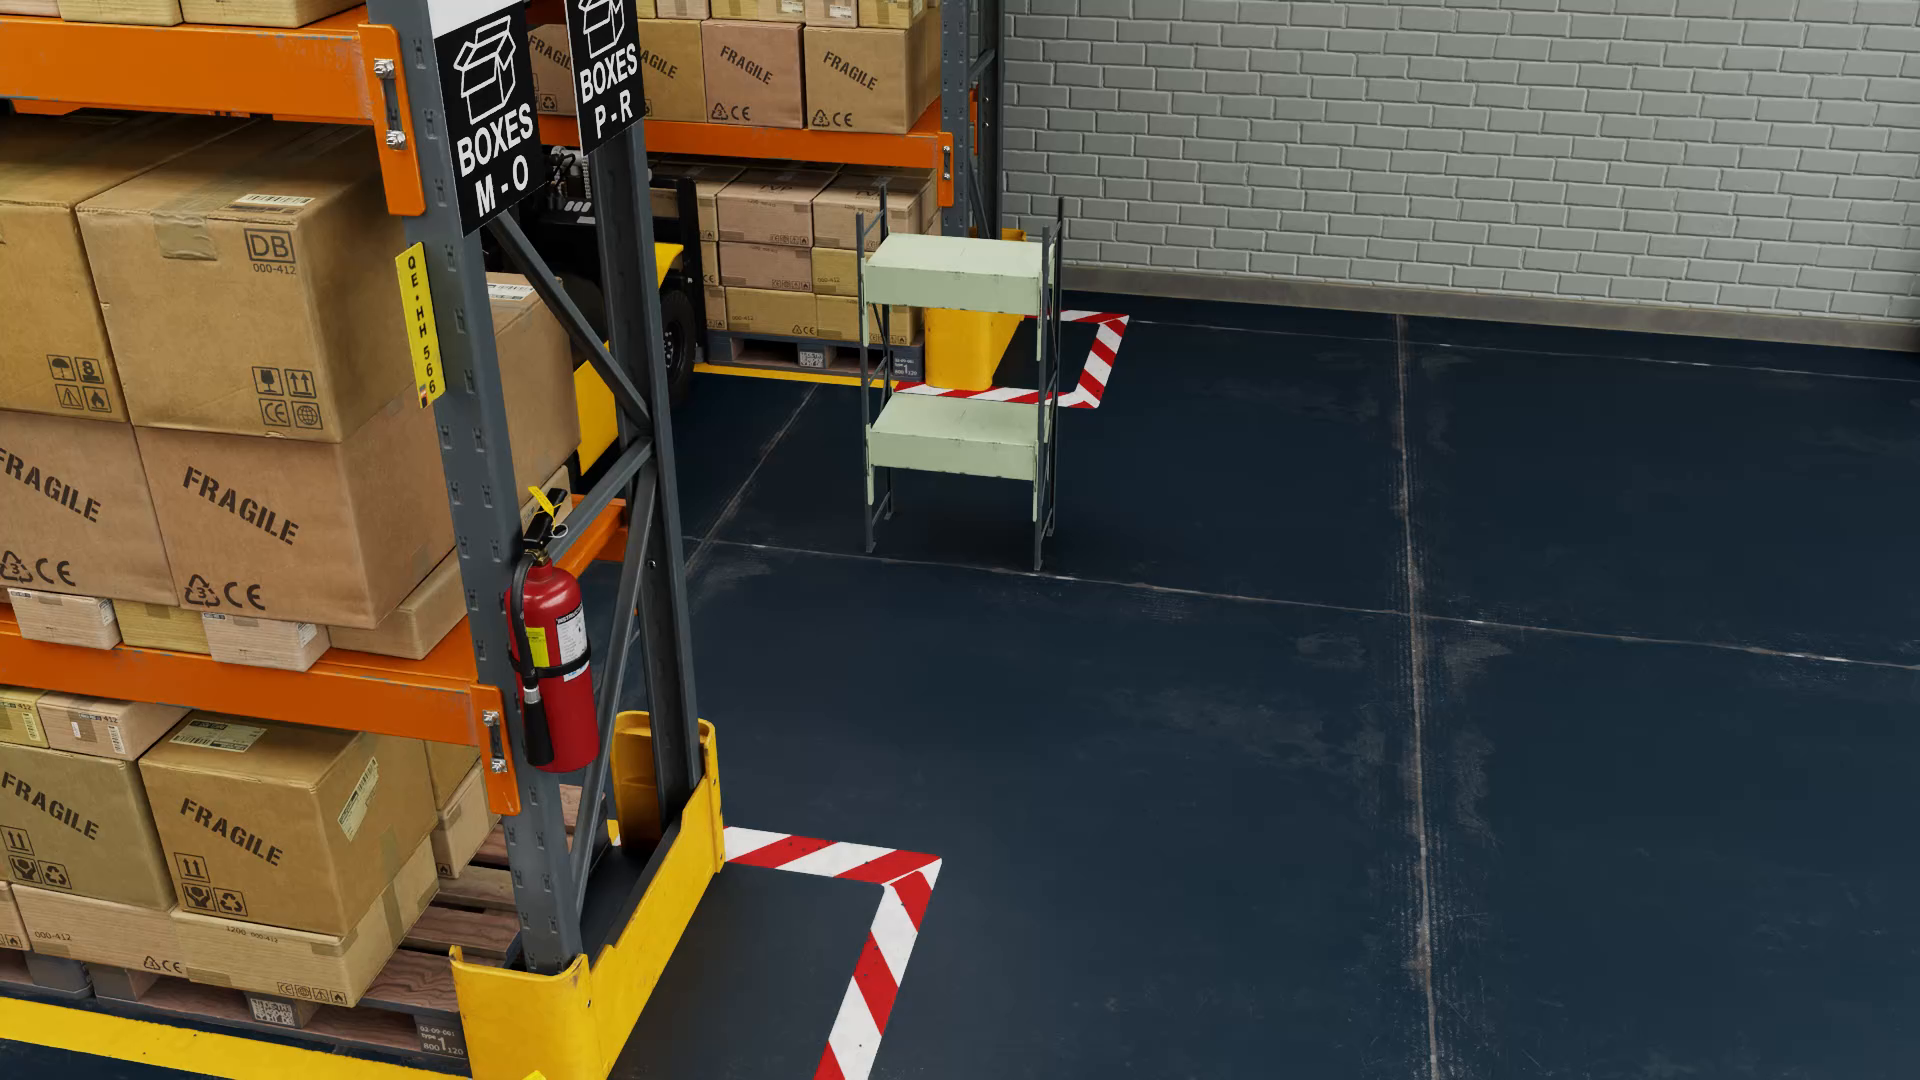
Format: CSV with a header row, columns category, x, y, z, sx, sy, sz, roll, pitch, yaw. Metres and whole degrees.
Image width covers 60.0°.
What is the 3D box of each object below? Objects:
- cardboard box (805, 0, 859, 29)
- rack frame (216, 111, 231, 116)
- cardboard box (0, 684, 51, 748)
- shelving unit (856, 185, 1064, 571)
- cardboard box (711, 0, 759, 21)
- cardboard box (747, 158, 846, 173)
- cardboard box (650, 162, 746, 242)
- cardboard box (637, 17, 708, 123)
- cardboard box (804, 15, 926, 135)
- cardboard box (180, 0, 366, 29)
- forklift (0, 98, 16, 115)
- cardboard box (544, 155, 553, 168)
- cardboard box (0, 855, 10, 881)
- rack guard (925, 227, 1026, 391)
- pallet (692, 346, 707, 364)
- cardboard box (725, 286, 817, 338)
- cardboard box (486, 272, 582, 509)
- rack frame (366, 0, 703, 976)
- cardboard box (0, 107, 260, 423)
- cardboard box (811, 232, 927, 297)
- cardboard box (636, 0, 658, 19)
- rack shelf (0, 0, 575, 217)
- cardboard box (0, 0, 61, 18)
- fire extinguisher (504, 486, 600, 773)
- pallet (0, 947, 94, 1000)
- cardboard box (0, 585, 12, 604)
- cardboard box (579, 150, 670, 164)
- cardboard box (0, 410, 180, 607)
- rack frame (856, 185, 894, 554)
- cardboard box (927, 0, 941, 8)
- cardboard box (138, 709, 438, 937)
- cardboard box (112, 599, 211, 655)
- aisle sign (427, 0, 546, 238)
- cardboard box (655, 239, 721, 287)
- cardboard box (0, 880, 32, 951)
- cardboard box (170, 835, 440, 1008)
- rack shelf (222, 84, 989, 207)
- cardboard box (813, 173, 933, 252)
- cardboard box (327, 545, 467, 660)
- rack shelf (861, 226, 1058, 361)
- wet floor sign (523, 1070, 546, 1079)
category,x,y,z,sx,sy,sz,roll,pitch,yaw
cardboard box,-0.582,-2.621,8.135,0.250,0.149,0.380,6,29,11
rack frame,-3.840,-2.779,9.203,0.127,3.000,1.000,6,29,11
cardboard box,-2.417,0.372,4.417,0.250,0.149,0.380,6,29,11
shelving unit,0.007,-0.657,6.889,0.755,1.500,0.431,6,29,11
cardboard box,-1.063,-2.706,8.290,0.250,0.149,0.380,6,29,10
cardboard box,-0.848,-1.980,9.128,0.500,0.250,0.500,6,29,11
cardboard box,-1.440,-1.789,8.779,0.500,0.250,0.500,6,29,11
cardboard box,-1.471,-2.456,8.508,0.500,0.500,0.500,5,29,10
cardboard box,-0.464,-2.348,8.311,0.500,0.500,0.500,5,29,9
cardboard box,-1.368,-1.157,3.377,0.250,0.149,0.380,6,29,11
forklift,-4.209,-1.384,6.726,3.031,2.935,1.130,20,35,32
cardboard box,-2.445,-1.900,8.981,0.500,0.250,0.500,7,29,12
cardboard box,-2.802,0.584,4.705,0.500,0.500,0.500,5,29,9
rack guard,0.095,-1.279,9.066,0.348,0.500,1.175,6,29,11
pallet,-1.874,-1.335,9.469,1.213,0.211,1.003,6,29,11
cardboard box,-0.938,-1.309,8.944,0.500,0.250,0.500,6,29,11
cardboard box,-1.366,-0.399,4.441,0.500,0.500,0.500,5,29,10
rack frame,-0.961,-0.047,4.212,0.127,3.000,1.000,6,29,11
cardboard box,-2.000,-0.663,3.882,0.500,0.500,0.700,6,29,11
cardboard box,-0.469,-1.478,8.731,0.500,0.250,0.500,5,29,10
cardboard box,-1.585,-2.727,8.328,0.250,0.149,0.380,6,29,11
rack shelf,-2.917,-1.247,4.030,4.000,0.370,1.077,6,29,11
cardboard box,-1.871,-1.209,3.472,0.250,0.149,0.380,7,29,12
fire extinguisher,-0.945,0.215,3.814,0.183,0.674,0.296,6,29,11
pallet,-3.012,0.947,5.300,1.213,0.211,1.003,6,29,11
cardboard box,-2.368,0.014,4.362,0.250,0.149,0.380,6,29,11
cardboard box,-1.835,-2.090,9.329,0.500,0.250,0.500,5,29,10
cardboard box,-2.038,-0.198,4.075,0.500,0.500,0.500,6,29,11
rack frame,-0.351,-0.694,6.956,0.023,1.500,0.400,6,29,11
cardboard box,-0.206,-2.862,8.575,0.250,0.149,0.380,5,29,9
cardboard box,-1.799,0.688,4.514,0.500,0.500,0.500,6,29,11
cardboard box,-1.889,0.117,4.174,0.250,0.149,0.380,5,29,10
aisle sign,-0.961,-1.045,3.327,0.004,0.787,0.394,6,29,11
cardboard box,-1.467,-1.575,8.908,0.500,0.250,0.500,5,29,9
cardboard box,-2.826,0.915,4.881,0.500,0.250,0.500,5,29,9
cardboard box,-1.831,1.018,4.693,0.500,0.250,0.500,6,29,10
rack shelf,-1.884,-2.263,9.009,4.000,0.370,1.077,6,29,11
cardboard box,-0.444,-1.695,8.606,0.500,0.250,0.500,7,29,12
cardboard box,-1.371,0.126,4.157,0.250,0.149,0.380,7,29,12
rack shelf,0.007,-1.000,6.701,0.720,0.370,0.431,6,29,11
wet floor sign,-0.999,1.508,3.824,0.232,0.644,0.267,17,33,28
